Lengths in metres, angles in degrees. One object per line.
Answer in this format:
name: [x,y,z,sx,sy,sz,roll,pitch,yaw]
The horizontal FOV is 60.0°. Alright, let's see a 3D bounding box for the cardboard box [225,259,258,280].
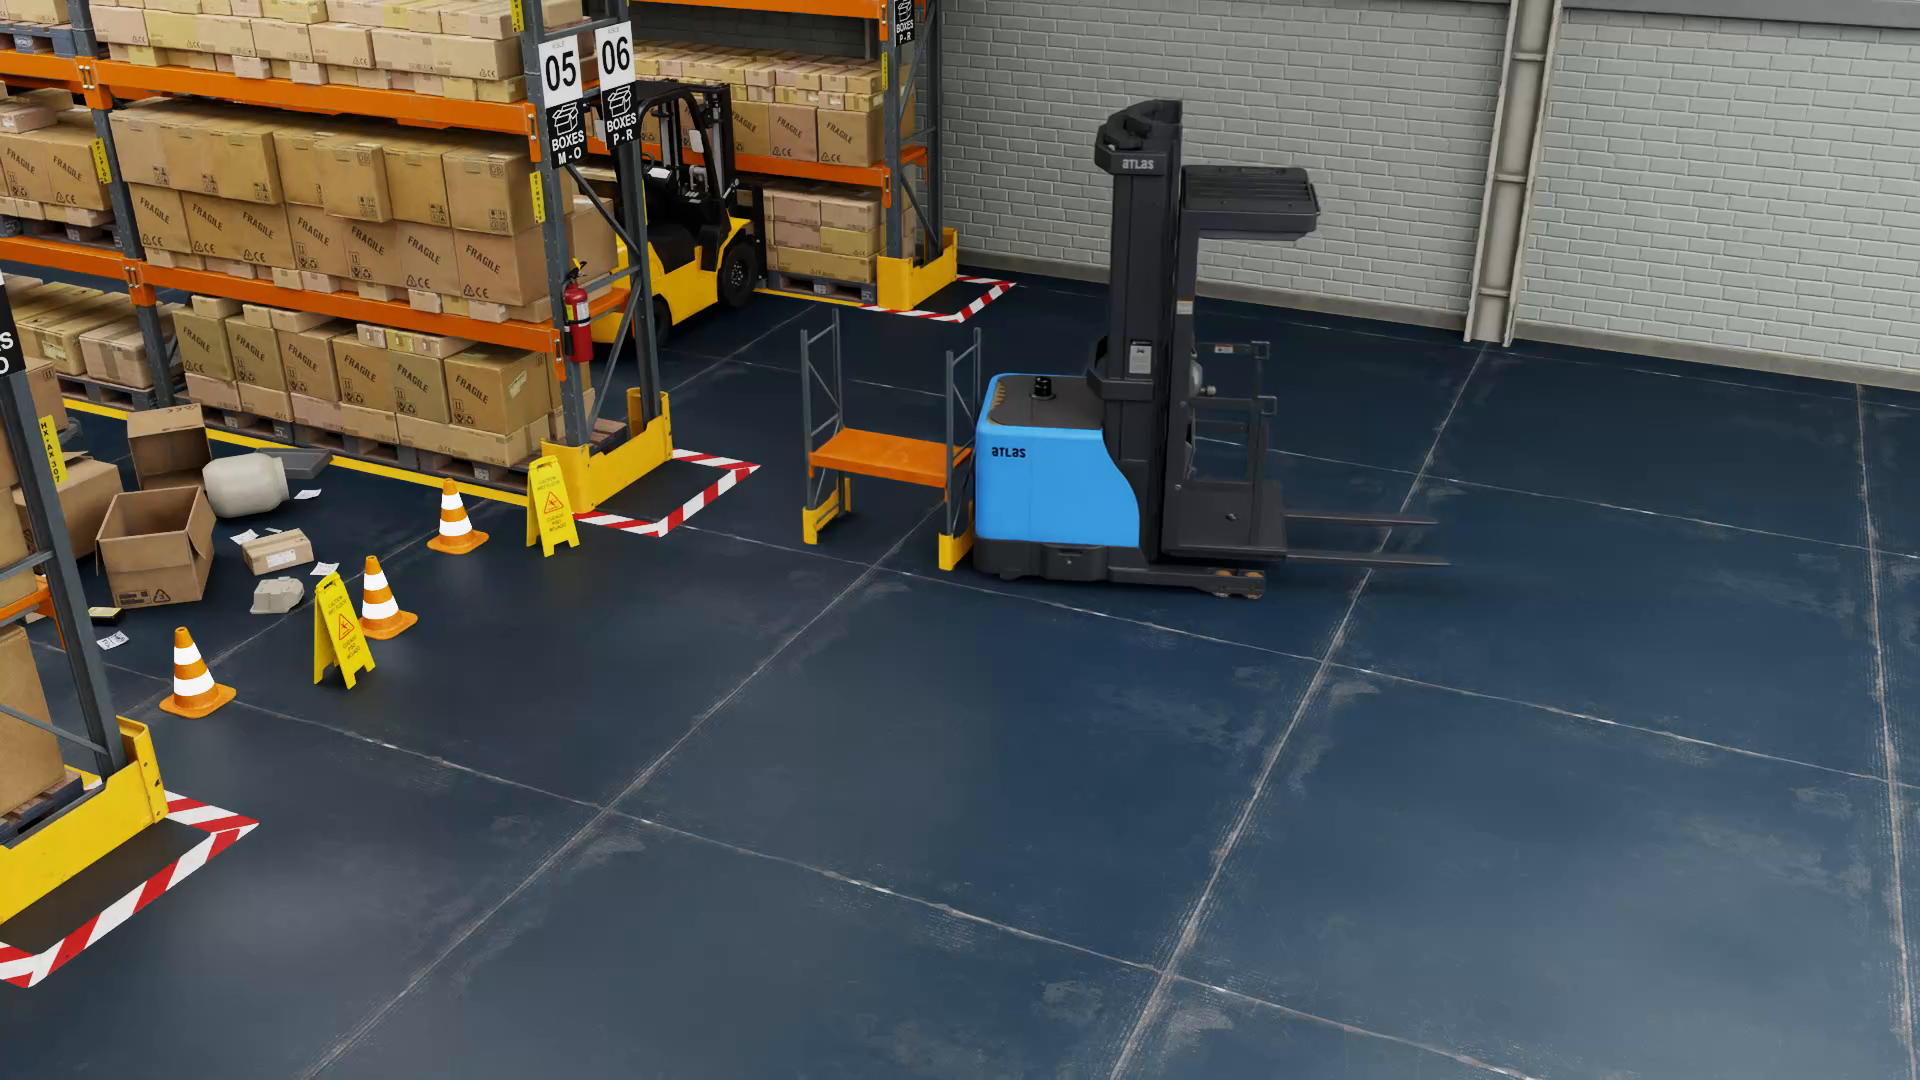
cardboard box: [-5.253,-2.084,12.442,0.250,0.149,0.380,12,29,23]

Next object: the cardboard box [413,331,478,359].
cardboard box: [-3.682,-1.437,11.897,0.250,0.149,0.380,12,29,23]

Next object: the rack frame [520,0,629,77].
rack frame: [-2.482,-4.465,10.200,0.127,3.000,1.000,11,28,22]

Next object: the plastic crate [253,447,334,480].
plastic crate: [-5.034,-0.578,12.403,0.583,0.080,0.402,2,26,4]

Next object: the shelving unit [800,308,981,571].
shelving unit: [-0.455,-0.680,11.002,1.083,1.500,0.587,10,28,20]

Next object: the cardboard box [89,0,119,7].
cardboard box: [-5.972,-3.907,11.844,0.250,0.149,0.380,11,28,21]

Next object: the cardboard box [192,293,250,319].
cardboard box: [-5.609,-1.823,12.682,0.250,0.149,0.380,12,29,23]

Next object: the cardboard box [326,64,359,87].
cardboard box: [-4.077,-3.204,11.321,0.250,0.149,0.380,11,28,20]

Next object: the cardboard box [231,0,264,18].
cardboard box: [-4.764,-3.690,11.405,0.250,0.149,0.380,11,28,21]

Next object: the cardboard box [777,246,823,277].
cardboard box: [-1.438,-2.778,16.204,0.500,0.250,0.500,11,28,22]

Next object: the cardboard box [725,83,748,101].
cardboard box: [-2.041,-4.281,15.772,0.250,0.149,0.380,12,28,22]

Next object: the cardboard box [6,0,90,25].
cardboard box: [-6.715,-4.020,12.387,0.500,0.250,0.500,11,28,21]

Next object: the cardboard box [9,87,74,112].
cardboard box: [-7.437,-3.548,13.470,0.250,0.149,0.380,13,29,25]

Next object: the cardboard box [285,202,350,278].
cardboard box: [-4.452,-2.227,11.996,0.500,0.500,0.500,12,29,22]

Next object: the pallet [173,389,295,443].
pallet: [-5.498,-1.145,13.406,1.213,0.211,1.003,11,28,22]

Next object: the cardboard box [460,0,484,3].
cardboard box: [-3.160,-3.621,11.265,0.250,0.149,0.380,11,28,22]

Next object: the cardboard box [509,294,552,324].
cardboard box: [-2.911,-1.643,11.545,0.250,0.149,0.380,12,29,24]

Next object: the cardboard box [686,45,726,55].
cardboard box: [-2.504,-4.786,16.461,0.250,0.149,0.380,11,28,21]

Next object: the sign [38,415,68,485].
sign: [-4.204,-0.410,7.688,0.005,0.325,0.100,11,28,22]

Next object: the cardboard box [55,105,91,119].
cardboard box: [-7.332,-3.260,13.619,0.500,0.500,0.500,11,28,21]

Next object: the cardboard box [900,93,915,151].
cardboard box: [-0.767,-4.017,15.969,0.500,0.500,0.500,12,29,23]

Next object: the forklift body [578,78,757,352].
forklift body: [-2.912,-3.002,14.982,1.214,2.155,2.313,11,28,22]

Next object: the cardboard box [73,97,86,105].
cardboard box: [-10.659,-5.325,20.359,0.250,0.149,0.380,11,28,22]

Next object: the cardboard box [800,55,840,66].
cardboard box: [-1.338,-4.542,15.964,0.250,0.149,0.380,12,28,22]

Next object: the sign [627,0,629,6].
sign: [-2.258,-3.729,11.113,0.005,0.325,0.100,11,28,22]

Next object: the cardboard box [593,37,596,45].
cardboard box: [-3.657,-5.034,16.963,0.250,0.149,0.380,11,28,22]

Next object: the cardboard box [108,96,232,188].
cardboard box: [-5.813,-2.964,12.362,0.500,0.500,0.700,11,28,21]

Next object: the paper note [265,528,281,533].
paper note: [-4.725,-0.067,11.445,0.123,0.001,0.032,11,28,22]

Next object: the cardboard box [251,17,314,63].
cardboard box: [-4.452,-3.447,11.363,0.500,0.250,0.500,12,29,22]

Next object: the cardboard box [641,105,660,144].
cardboard box: [-2.834,-4.179,16.299,0.500,0.500,0.500,11,28,21]

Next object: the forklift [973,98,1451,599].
forklift: [1.641,-1.191,10.421,3.031,2.935,1.130,3,26,6]

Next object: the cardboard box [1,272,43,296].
cardboard box: [-8.580,-2.006,14.499,0.625,0.372,0.950,11,28,21]

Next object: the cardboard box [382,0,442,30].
cardboard box: [-3.581,-3.476,10.970,0.250,0.149,0.380,12,28,22]

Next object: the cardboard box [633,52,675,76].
cardboard box: [-2.954,-4.613,16.110,0.250,0.149,0.380,11,28,21]

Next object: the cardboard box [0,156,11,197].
cardboard box: [-7.558,-3.050,13.194,0.500,0.500,0.500,12,29,24]

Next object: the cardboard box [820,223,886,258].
cardboard box: [-1.004,-2.912,15.910,0.500,0.250,0.500,11,28,21]

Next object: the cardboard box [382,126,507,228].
cardboard box: [-3.495,-2.501,11.422,0.500,0.500,0.700,12,29,22]

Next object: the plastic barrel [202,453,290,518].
plastic barrel: [-4.989,-0.386,11.625,0.512,0.421,0.421,-12,29,-23]

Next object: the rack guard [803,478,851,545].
rack guard: [-0.914,-0.204,11.451,0.087,0.250,0.587,10,28,20]

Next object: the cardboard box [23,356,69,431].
cardboard box: [-6.833,-1.002,11.931,0.500,0.500,0.500,11,28,22]

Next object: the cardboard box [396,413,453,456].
cardboard box: [-3.798,-0.866,12.319,0.500,0.250,0.500,11,28,22]

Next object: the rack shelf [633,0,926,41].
rack shelf: [-2.252,-5.158,15.820,4.000,0.370,1.077,11,28,22]

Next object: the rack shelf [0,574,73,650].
rack shelf: [-6.260,0.193,8.347,4.000,0.370,1.077,11,28,22]

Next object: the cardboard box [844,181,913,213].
cardboard box: [-0.790,-3.337,16.208,0.500,0.250,0.500,11,28,21]

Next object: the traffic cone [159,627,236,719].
traffic cone: [-4.335,0.706,9.363,0.334,0.463,0.336,11,28,22]

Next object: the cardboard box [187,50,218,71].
cardboard box: [-5.243,-3.449,11.818,0.250,0.149,0.380,12,29,23]

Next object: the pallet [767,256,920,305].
pallet: [-1.145,-2.642,16.446,1.213,0.211,1.003,11,28,22]

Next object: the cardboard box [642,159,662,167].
cardboard box: [-3.077,-3.806,17.159,0.500,0.250,0.500,11,28,21]

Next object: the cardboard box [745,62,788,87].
cardboard box: [-1.810,-4.368,15.611,0.250,0.149,0.380,12,29,23]

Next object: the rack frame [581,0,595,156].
rack frame: [-4.072,-4.501,17.066,0.127,3.000,1.000,11,28,22]

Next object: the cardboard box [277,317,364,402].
cardboard box: [-4.735,-1.391,12.537,0.500,0.500,0.500,13,29,24]

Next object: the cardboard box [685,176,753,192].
cardboard box: [-2.368,-3.407,16.349,0.500,0.250,0.500,11,28,21]

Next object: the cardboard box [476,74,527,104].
cardboard box: [-2.923,-2.959,10.823,0.250,0.149,0.380,11,28,22]

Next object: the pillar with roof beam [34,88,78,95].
pillar with roof beam: [-13.398,-7.414,16.191,0.400,9.000,9.100,11,28,22]

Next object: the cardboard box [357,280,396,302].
cardboard box: [-4.105,-1.849,11.963,0.250,0.149,0.380,11,28,21]

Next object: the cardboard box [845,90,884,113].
cardboard box: [-0.863,-4.056,15.315,0.250,0.149,0.380,12,29,23]
